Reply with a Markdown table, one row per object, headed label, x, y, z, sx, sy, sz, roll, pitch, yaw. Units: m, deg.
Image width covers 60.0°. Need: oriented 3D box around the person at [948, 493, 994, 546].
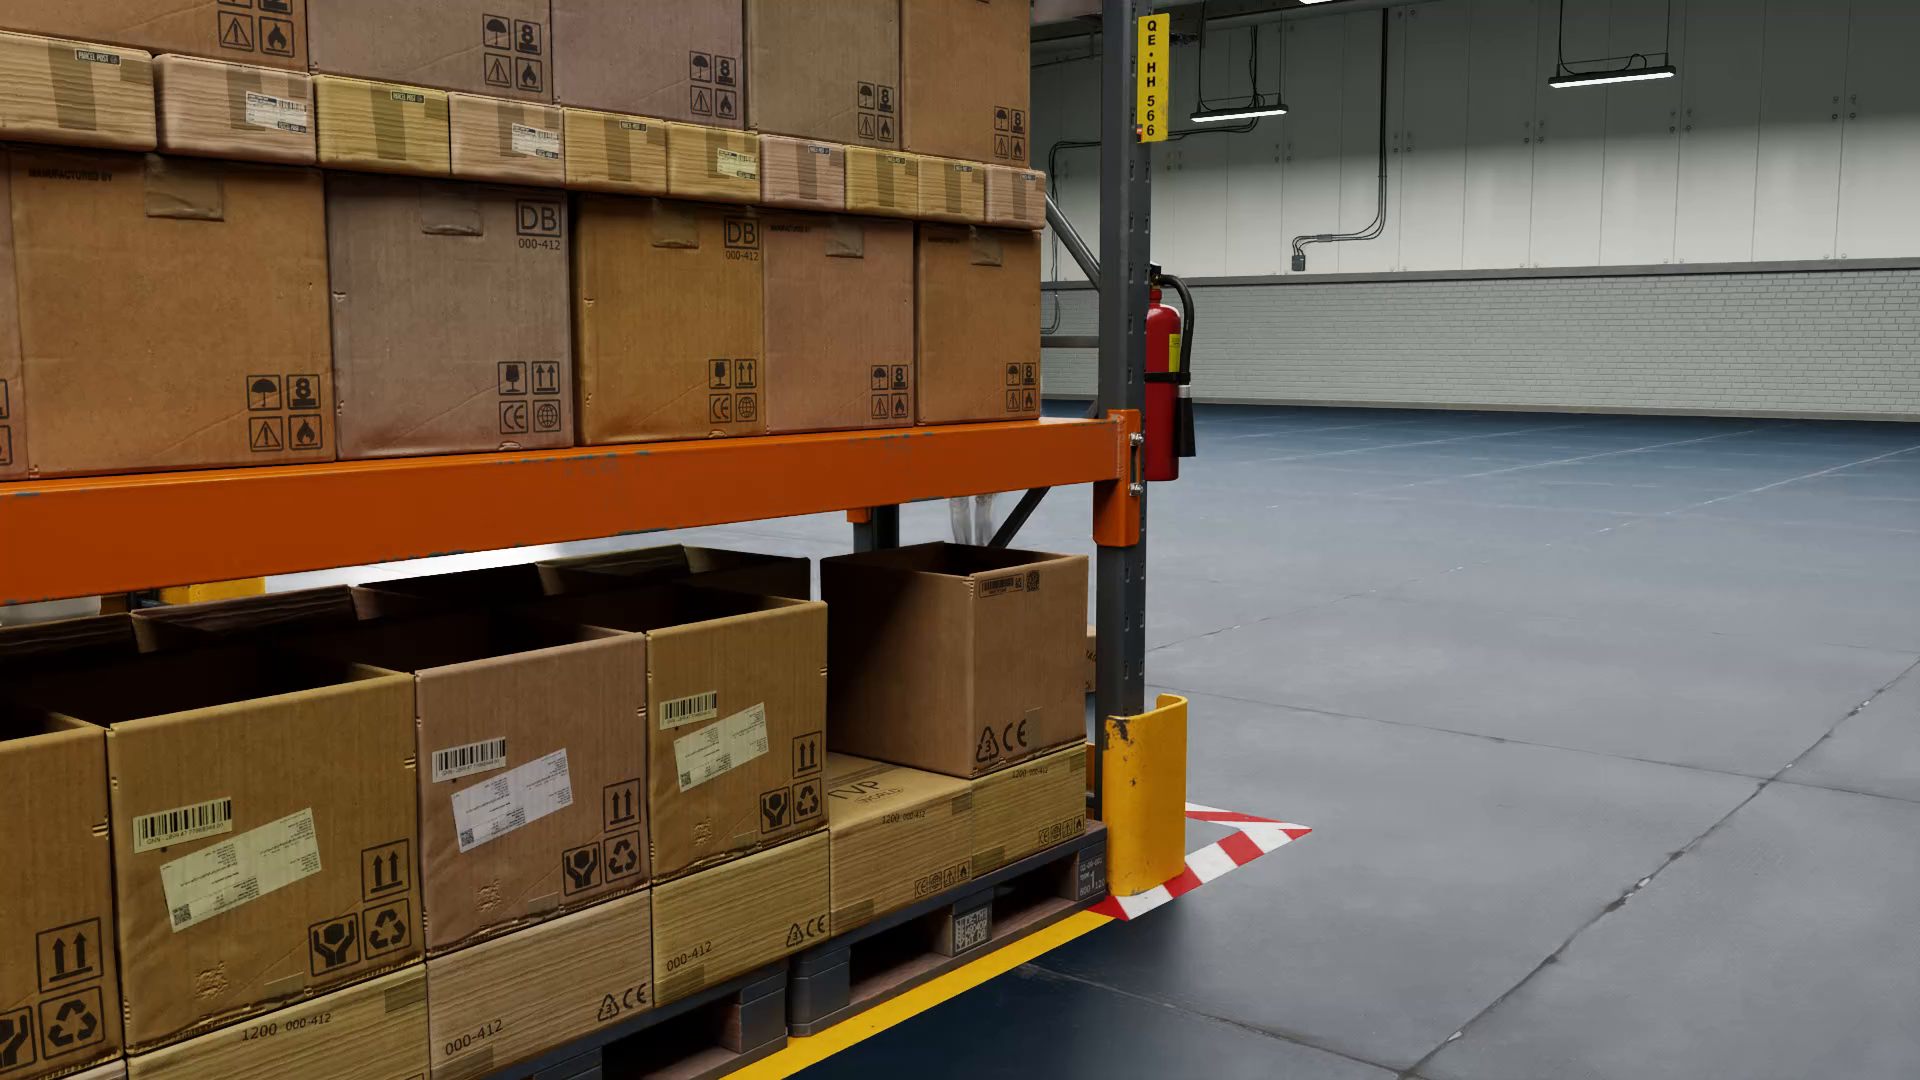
| label | x | y | z | sx | sy | sz | roll | pitch | yaw |
| --- | --- | --- | --- | --- | --- | --- | --- | --- | --- |
| person | 0.040 | -0.589 | 10.728 | 0.494 | 1.744 | 0.695 | 0 | 7 | -3 |
